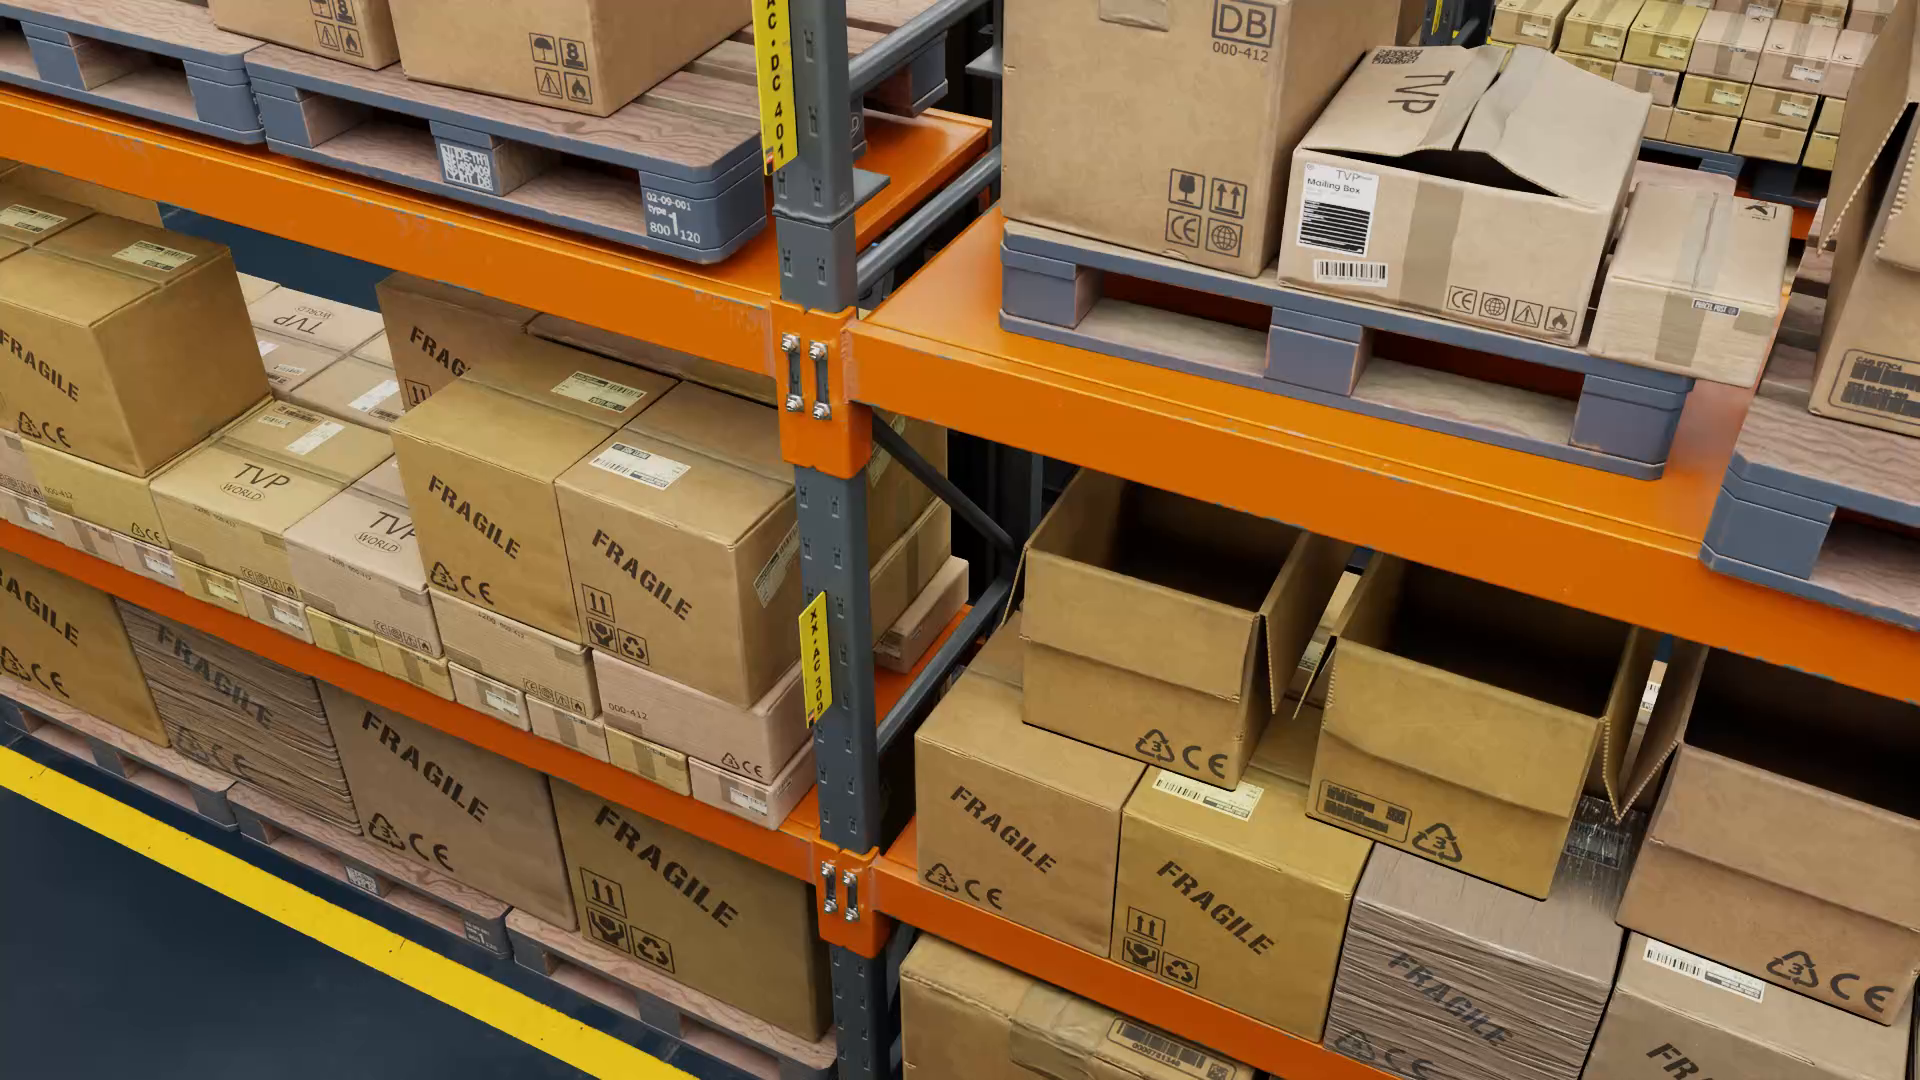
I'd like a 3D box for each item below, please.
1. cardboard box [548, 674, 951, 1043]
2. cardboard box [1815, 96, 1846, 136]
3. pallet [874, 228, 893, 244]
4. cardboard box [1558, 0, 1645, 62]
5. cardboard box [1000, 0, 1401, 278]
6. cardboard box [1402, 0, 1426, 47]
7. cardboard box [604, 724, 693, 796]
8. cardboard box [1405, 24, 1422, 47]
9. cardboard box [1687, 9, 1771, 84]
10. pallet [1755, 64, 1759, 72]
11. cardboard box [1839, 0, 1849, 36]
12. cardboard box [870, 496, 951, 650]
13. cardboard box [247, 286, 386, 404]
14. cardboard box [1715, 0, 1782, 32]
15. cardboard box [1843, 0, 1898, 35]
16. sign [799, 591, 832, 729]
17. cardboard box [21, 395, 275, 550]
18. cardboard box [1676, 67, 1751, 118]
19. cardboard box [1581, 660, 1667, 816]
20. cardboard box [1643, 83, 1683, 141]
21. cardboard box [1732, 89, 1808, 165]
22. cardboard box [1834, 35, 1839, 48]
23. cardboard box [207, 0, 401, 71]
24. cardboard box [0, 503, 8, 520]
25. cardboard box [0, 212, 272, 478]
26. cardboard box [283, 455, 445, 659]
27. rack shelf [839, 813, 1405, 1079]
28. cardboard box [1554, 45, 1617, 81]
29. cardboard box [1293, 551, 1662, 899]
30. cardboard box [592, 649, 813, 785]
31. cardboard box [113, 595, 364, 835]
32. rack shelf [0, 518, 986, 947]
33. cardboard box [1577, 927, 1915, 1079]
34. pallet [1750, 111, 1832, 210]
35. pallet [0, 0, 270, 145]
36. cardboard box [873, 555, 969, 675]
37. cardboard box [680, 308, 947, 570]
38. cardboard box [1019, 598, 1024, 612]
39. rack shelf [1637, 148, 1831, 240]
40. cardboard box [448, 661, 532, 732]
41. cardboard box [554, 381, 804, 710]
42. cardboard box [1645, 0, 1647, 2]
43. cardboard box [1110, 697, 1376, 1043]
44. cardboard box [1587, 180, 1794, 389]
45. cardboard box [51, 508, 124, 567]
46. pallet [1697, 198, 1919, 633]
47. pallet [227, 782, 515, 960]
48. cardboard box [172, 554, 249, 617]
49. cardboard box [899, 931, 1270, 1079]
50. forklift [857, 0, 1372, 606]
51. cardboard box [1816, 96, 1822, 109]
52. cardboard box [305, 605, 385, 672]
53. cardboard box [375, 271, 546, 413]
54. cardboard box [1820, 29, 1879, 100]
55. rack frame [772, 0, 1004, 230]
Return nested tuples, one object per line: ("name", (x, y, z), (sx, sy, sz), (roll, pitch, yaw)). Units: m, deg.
("cardboard box", (-0.610, 0.796, 5.130), (0.875, 0.875, 0.875), (17, 41, 21))
("cardboard box", (3.615, -1.758, 6.700), (0.250, 0.149, 0.380), (17, 40, 21))
("pallet", (-0.470, -2.027, 9.746), (1.213, 0.211, 1.003), (17, 41, 21))
("cardboard box", (2.698, -2.165, 6.989), (0.250, 0.149, 0.380), (19, 41, 23))
("cardboard box", (0.458, -0.902, 3.047), (0.500, 0.500, 0.700), (18, 41, 23))
("cardboard box", (1.986, -2.723, 8.027), (0.500, 0.500, 0.500), (17, 40, 21))
("cardboard box", (-0.712, 0.463, 4.367), (0.250, 0.149, 0.380), (18, 41, 22))
("cardboard box", (2.208, -2.446, 8.199), (0.250, 0.149, 0.380), (19, 41, 23))
("cardboard box", (3.145, -2.021, 6.800), (0.250, 0.149, 0.380), (17, 40, 21))
("pallet", (5.216, -3.692, 11.940), (1.213, 0.211, 1.003), (17, 41, 21))
("cardboard box", (5.889, -3.922, 11.345), (0.875, 0.875, 0.875), (19, 41, 23))
("cardboard box", (-0.358, 0.014, 4.629), (0.500, 0.250, 0.500), (17, 40, 21))
("cardboard box", (-2.159, -0.552, 5.375), (0.500, 0.250, 0.500), (16, 40, 20))
("cardboard box", (3.457, -2.369, 7.258), (0.250, 0.149, 0.380), (17, 40, 21))
("cardboard box", (3.913, -2.226, 7.070), (0.250, 0.149, 0.380), (16, 40, 19))
("sign", (-0.315, 0.266, 3.638), (0.005, 0.325, 0.100), (17, 41, 21))
("cardboard box", (-2.402, -0.266, 4.998), (0.500, 0.250, 0.500), (16, 40, 20))
("cardboard box", (3.139, -1.906, 6.894), (0.250, 0.149, 0.380), (16, 40, 20))
("cardboard box", (1.383, 0.570, 3.936), (0.500, 0.500, 0.500), (17, 40, 21))
("cardboard box", (2.917, -1.857, 7.075), (0.250, 0.149, 0.380), (18, 41, 22))
("cardboard box", (3.365, -1.716, 6.890), (0.250, 0.149, 0.380), (16, 40, 20))
("cardboard box", (3.682, -2.183, 7.259), (0.250, 0.149, 0.380), (15, 40, 19))
("cardboard box", (-1.259, -1.435, 3.667), (0.500, 0.500, 0.700), (19, 41, 24))
("cardboard box", (-2.994, -0.251, 5.308), (0.250, 0.149, 0.380), (16, 40, 20))
("cardboard box", (-2.404, -0.568, 4.775), (0.500, 0.500, 0.500), (16, 40, 20))
("cardboard box", (-1.488, 0.019, 4.623), (0.500, 0.250, 0.500), (18, 41, 22))
("rack shelf", (1.715, 1.186, 3.801), (4.000, 0.370, 1.077), (17, 41, 21))
("cardboard box", (2.679, -2.050, 7.084), (0.250, 0.149, 0.380), (17, 40, 21))
("cardboard box", (1.114, 0.274, 3.495), (0.637, 0.503, 0.797), (18, 41, 22))
("cardboard box", (-0.574, 0.303, 4.248), (0.500, 0.250, 0.500), (17, 40, 21))
("cardboard box", (-2.200, 0.298, 5.786), (0.875, 0.875, 0.875), (17, 41, 21))
("rack shelf", (-1.837, 0.074, 5.267), (4.000, 0.370, 1.077), (17, 41, 21))
("cardboard box", (1.585, 0.985, 3.388), (0.500, 0.500, 0.500), (18, 41, 22))
("pallet", (4.085, -1.631, 7.077), (1.213, 0.211, 1.003), (17, 41, 21))
("pallet", (-1.862, -1.389, 4.191), (1.213, 0.211, 1.003), (17, 41, 21))
("cardboard box", (-0.171, 0.183, 4.736), (0.250, 0.149, 0.380), (17, 41, 22))
("cardboard box", (-0.369, -0.284, 4.401), (0.500, 0.500, 0.500), (17, 41, 21))
("cardboard box", (0.480, 0.287, 4.308), (0.500, 0.500, 0.500), (18, 41, 22))
("rack shelf", (4.085, -1.449, 7.273), (4.000, 0.370, 1.077), (17, 41, 21))
("cardboard box", (-1.168, 0.320, 4.555), (0.250, 0.149, 0.380), (18, 41, 22))
("cardboard box", (-0.592, 0.002, 4.024), (0.500, 0.500, 0.500), (19, 41, 23))
("cardboard box", (2.995, -2.514, 7.450), (0.250, 0.149, 0.380), (16, 40, 20))
("cardboard box", (0.679, 0.705, 3.757), (0.500, 0.500, 0.500), (17, 41, 22))
("cardboard box", (1.192, -0.424, 2.707), (0.250, 0.149, 0.380), (16, 40, 20))
("cardboard box", (-2.536, -0.108, 5.119), (0.250, 0.149, 0.380), (17, 40, 21))
("pallet", (1.900, -0.124, 2.607), (1.213, 0.211, 1.003), (19, 41, 24))
("pallet", (-1.788, 0.862, 5.940), (1.213, 0.211, 1.003), (17, 41, 21))
("cardboard box", (-2.083, 0.034, 4.932), (0.250, 0.149, 0.380), (16, 40, 20))
("cardboard box", (0.516, 1.190, 4.612), (0.875, 0.875, 1.225), (18, 41, 22))
("forklift", (0.568, -1.004, 6.149), (3.031, 2.935, 1.130), (16, 40, 20))
("cardboard box", (3.912, -1.994, 7.256), (0.250, 0.149, 0.380), (19, 41, 23))
("cardboard box", (-1.624, 0.178, 4.743), (0.250, 0.149, 0.380), (17, 40, 21))
("cardboard box", (-1.267, -0.568, 4.775), (0.500, 0.500, 0.500), (16, 40, 20))
("cardboard box", (3.596, -1.880, 6.614), (0.250, 0.149, 0.380), (19, 41, 23))
("rack frame", (-0.061, -2.046, 2.503), (0.127, 3.000, 1.000), (17, 41, 21))
